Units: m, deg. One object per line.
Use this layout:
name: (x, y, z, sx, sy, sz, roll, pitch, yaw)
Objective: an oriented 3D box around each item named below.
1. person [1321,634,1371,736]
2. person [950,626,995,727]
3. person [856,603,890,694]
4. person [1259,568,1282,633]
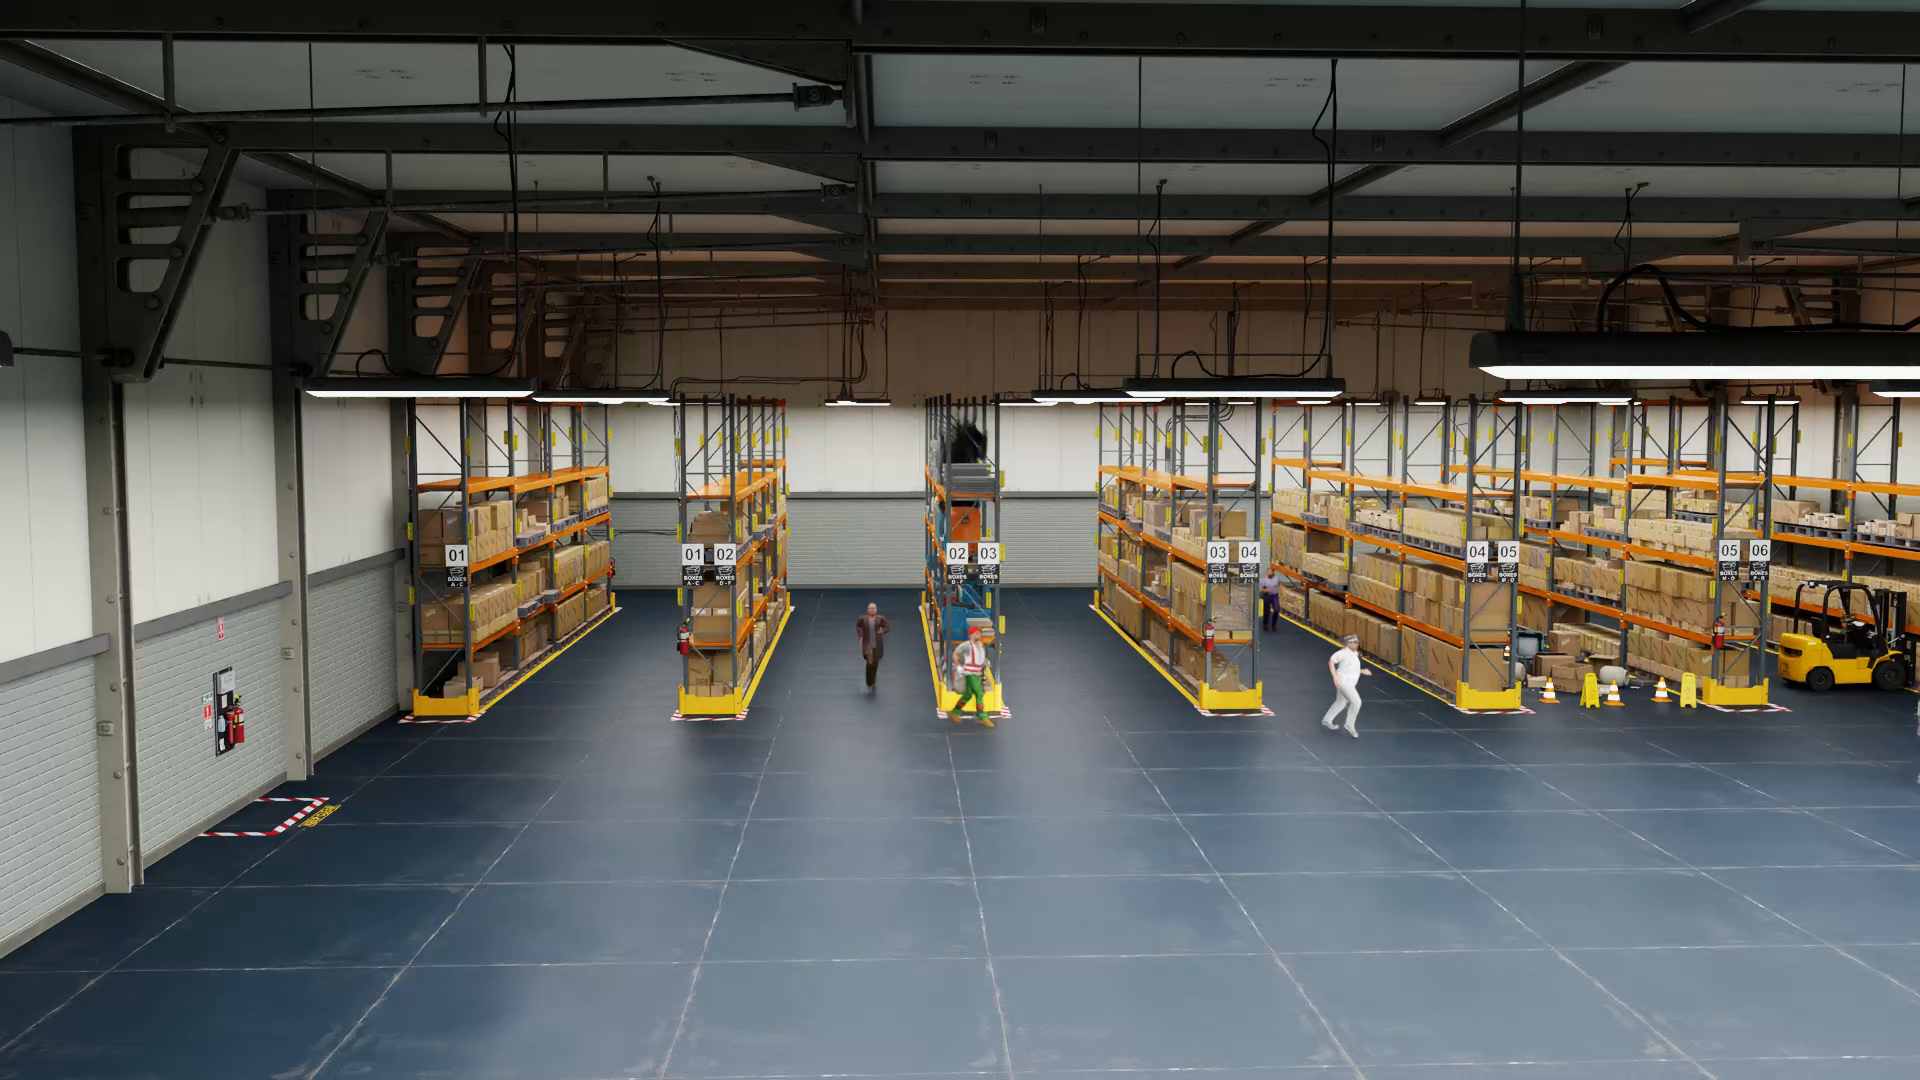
person: (6.814, 2.551, 29.300, 0.860, 1.817, 0.569, 3, 5, 30)
person: (0.276, 2.423, 29.934, 0.986, 1.762, 0.668, 3, 5, 33)
person: (-1.750, 2.195, 33.658, 0.666, 1.857, 0.847, -1, 5, -10)
person: (7.994, 1.553, 42.762, 0.608, 1.683, 0.733, 0, 5, 2)
